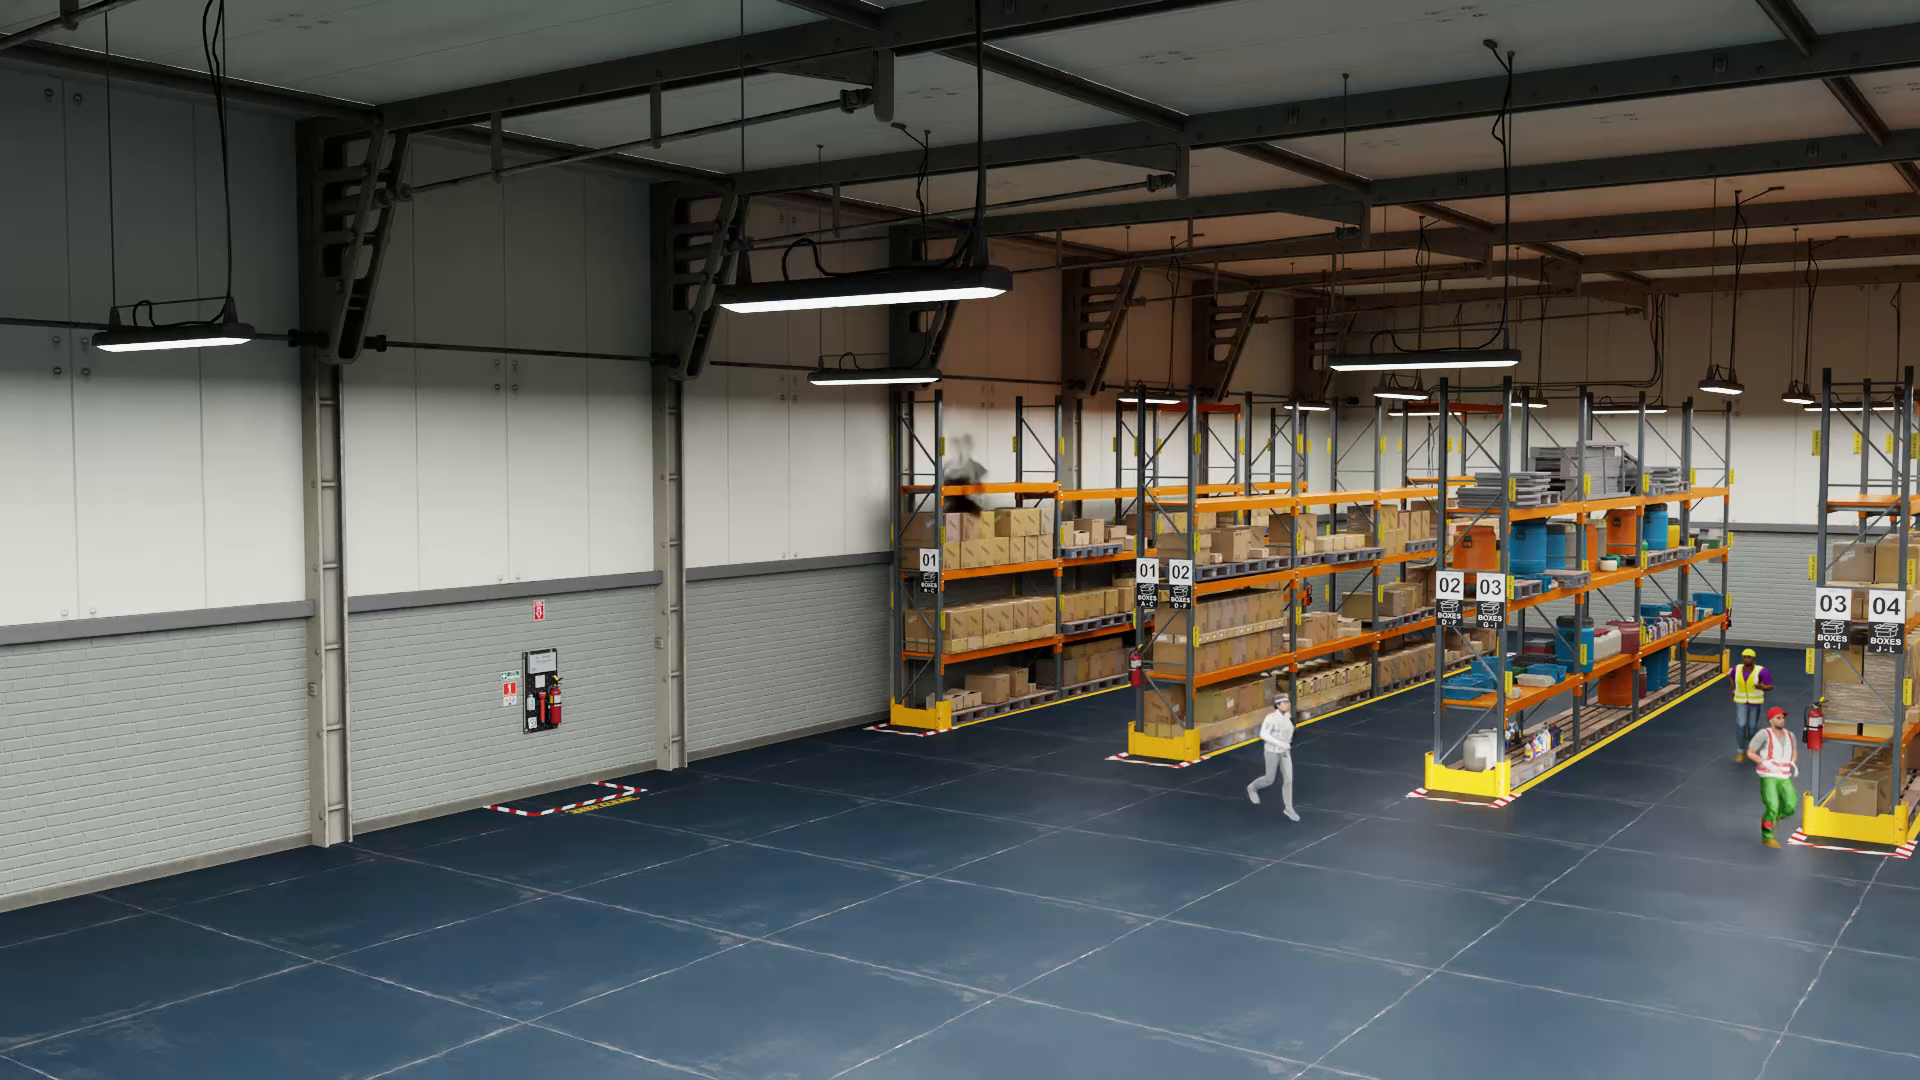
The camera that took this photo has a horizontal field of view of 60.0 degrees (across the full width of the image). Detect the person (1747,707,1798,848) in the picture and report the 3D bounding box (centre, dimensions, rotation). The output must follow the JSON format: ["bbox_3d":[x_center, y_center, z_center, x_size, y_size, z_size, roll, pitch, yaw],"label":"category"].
[{"bbox_3d":[10.234,2.973,20.840,0.705,1.759,0.602,0,3,-6],"label":"person"}]

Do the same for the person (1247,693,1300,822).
[{"bbox_3d":[4.285,2.894,22.564,0.638,1.691,0.971,-2,4,-36],"label":"person"}]

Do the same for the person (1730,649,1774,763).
[{"bbox_3d":[12.598,2.639,26.506,0.664,1.833,0.779,2,4,31],"label":"person"}]
